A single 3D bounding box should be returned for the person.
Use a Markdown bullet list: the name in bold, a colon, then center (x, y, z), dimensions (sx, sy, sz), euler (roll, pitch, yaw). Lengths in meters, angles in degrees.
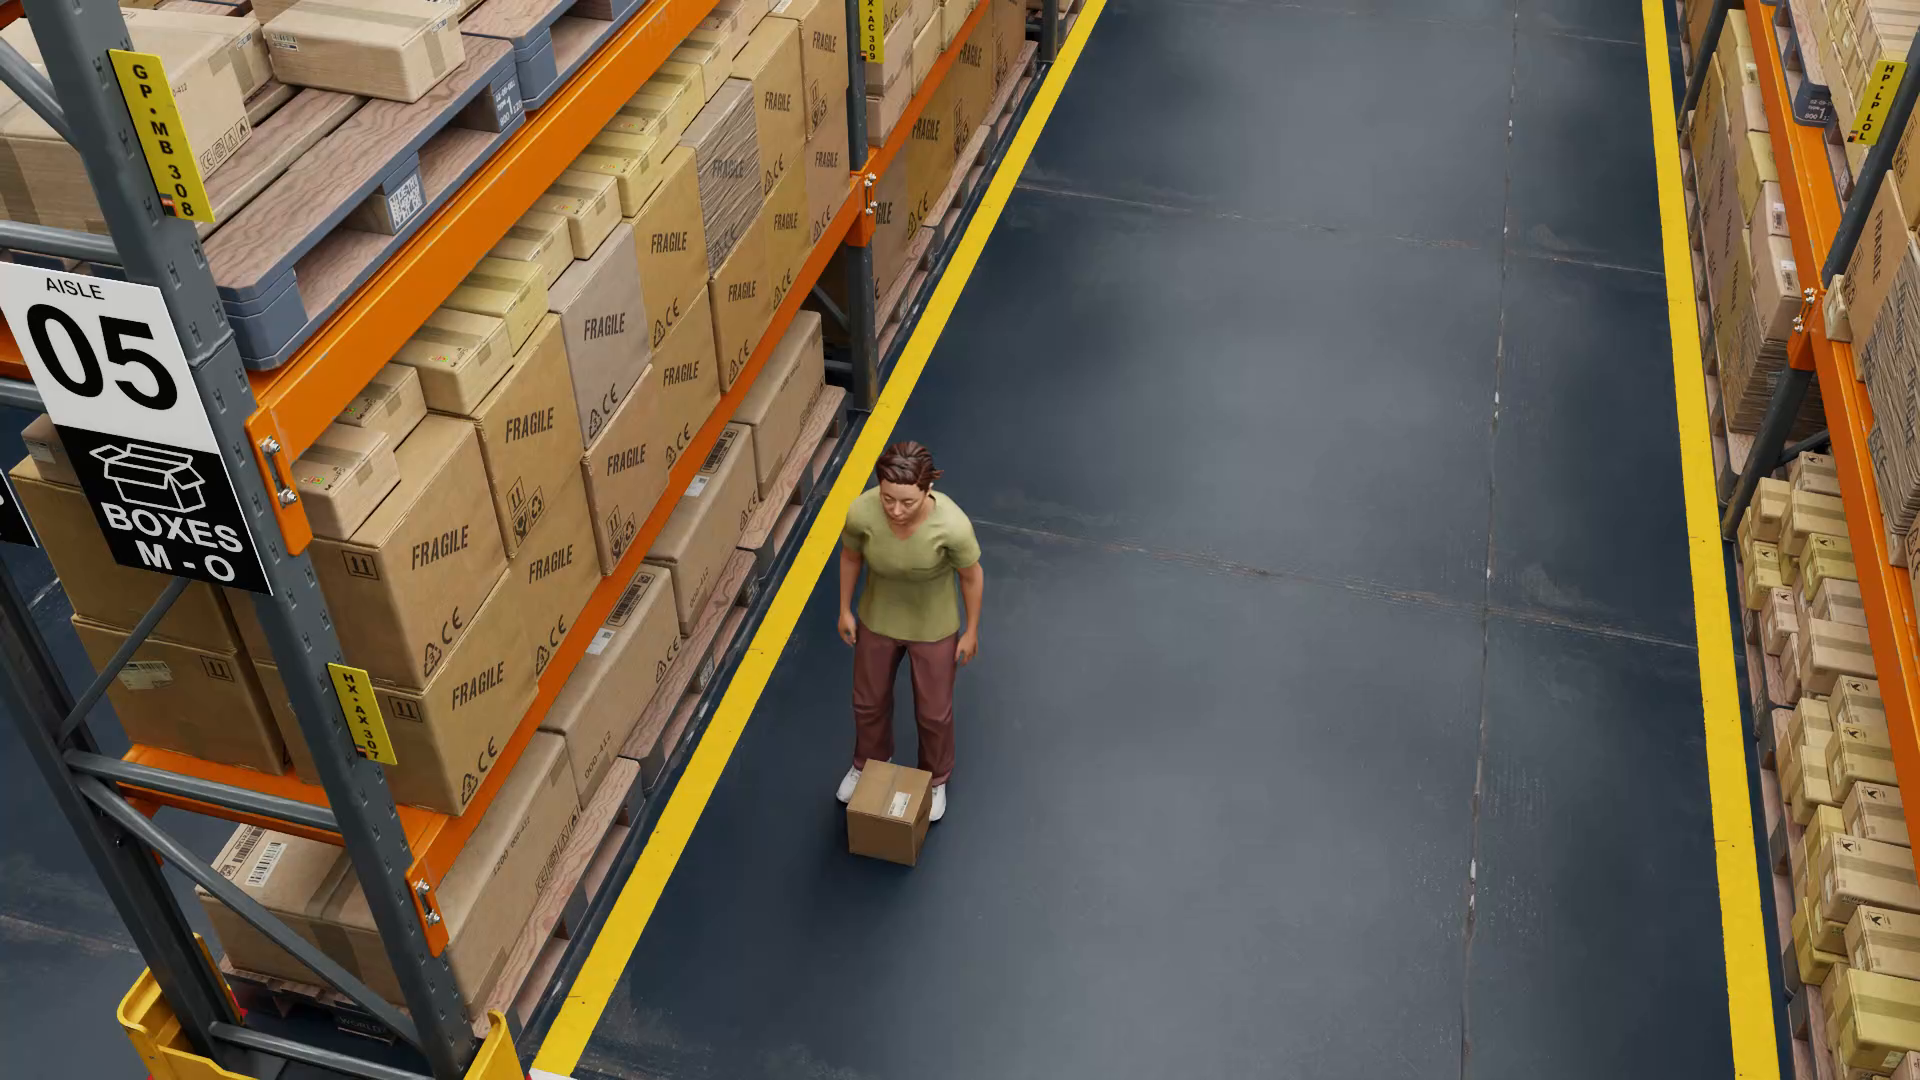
- **person**: center (-0.186, 0.308, 5.807), dimensions (0.519, 1.673, 0.356), euler (9, 42, 10)
